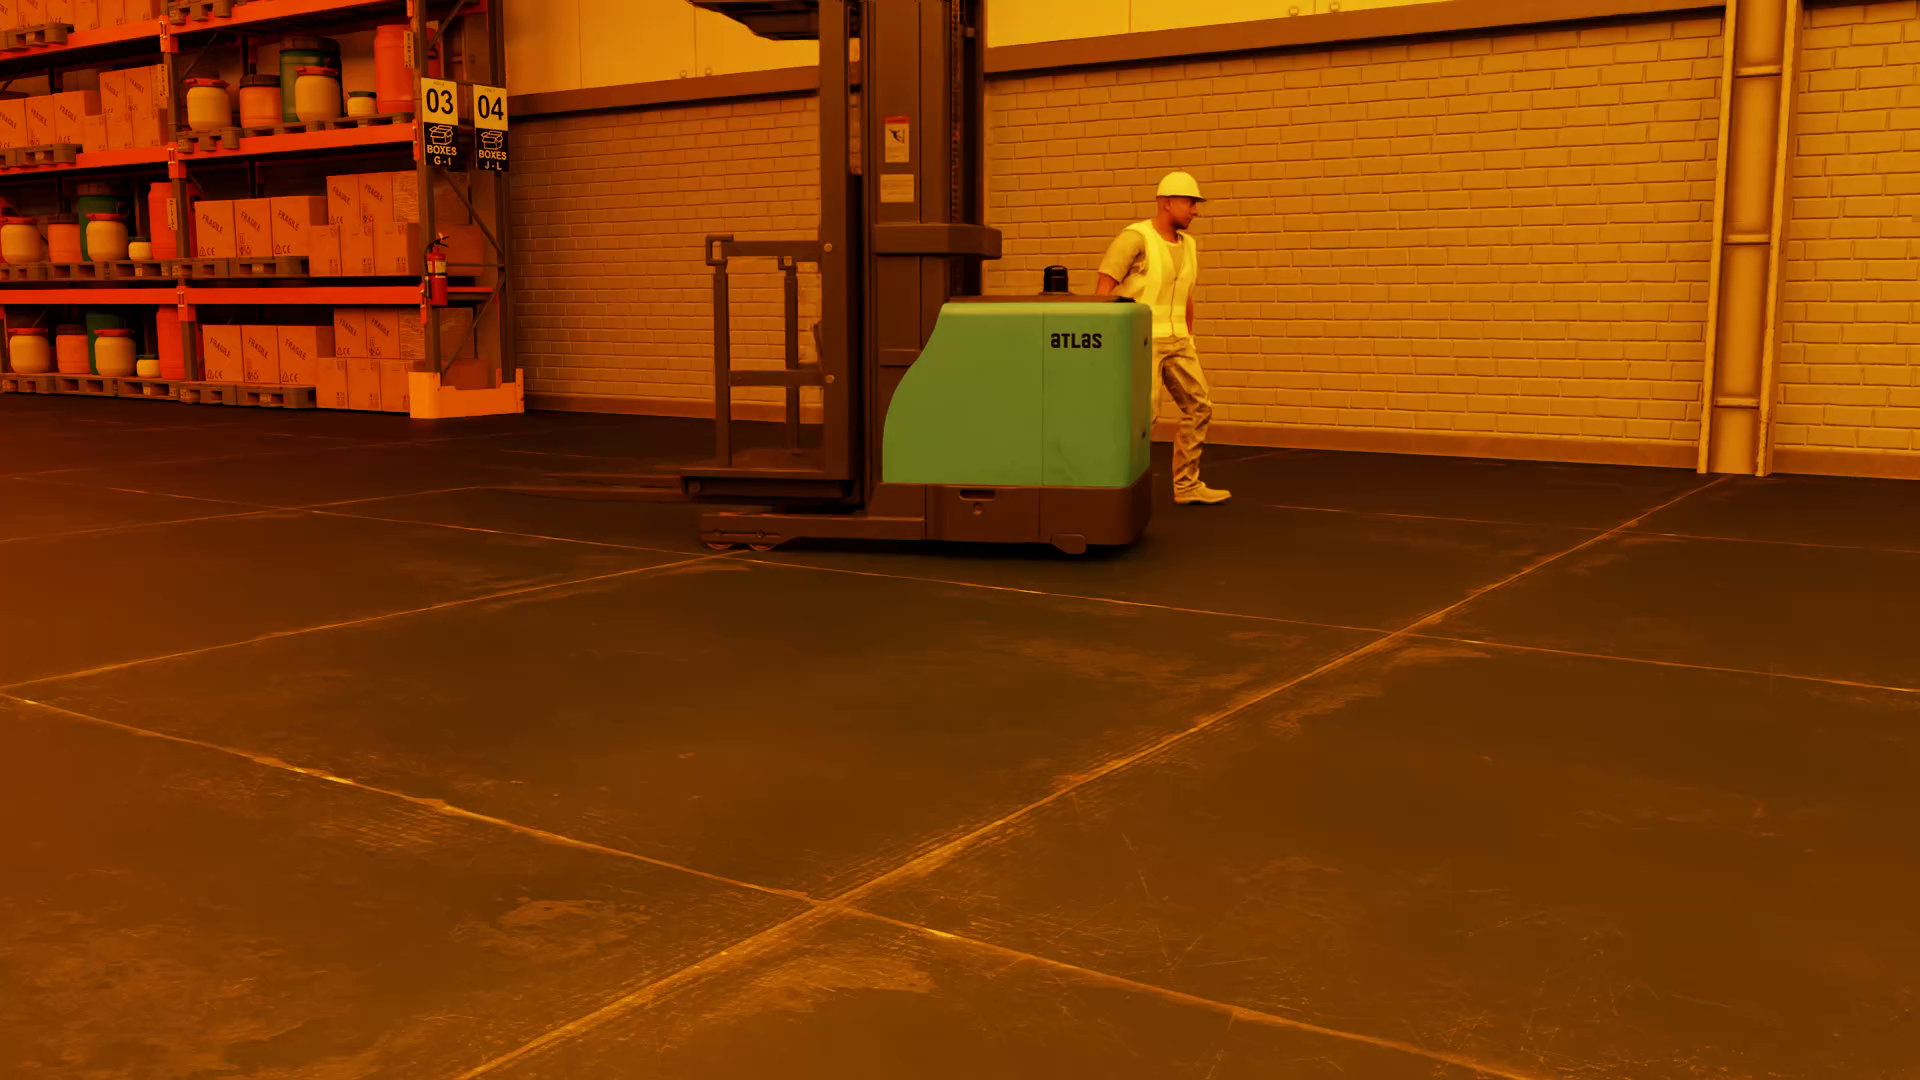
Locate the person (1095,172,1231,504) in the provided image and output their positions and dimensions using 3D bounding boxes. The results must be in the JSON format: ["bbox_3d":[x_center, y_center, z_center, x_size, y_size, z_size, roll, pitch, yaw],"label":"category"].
[{"bbox_3d":[1.042,-1.026,8.679,0.881,1.745,0.449,-7,11,-41],"label":"person"}]

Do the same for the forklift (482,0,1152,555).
[{"bbox_3d":[-0.669,-1.471,7.538,3.031,2.935,1.130,2,8,12],"label":"forklift"}]
